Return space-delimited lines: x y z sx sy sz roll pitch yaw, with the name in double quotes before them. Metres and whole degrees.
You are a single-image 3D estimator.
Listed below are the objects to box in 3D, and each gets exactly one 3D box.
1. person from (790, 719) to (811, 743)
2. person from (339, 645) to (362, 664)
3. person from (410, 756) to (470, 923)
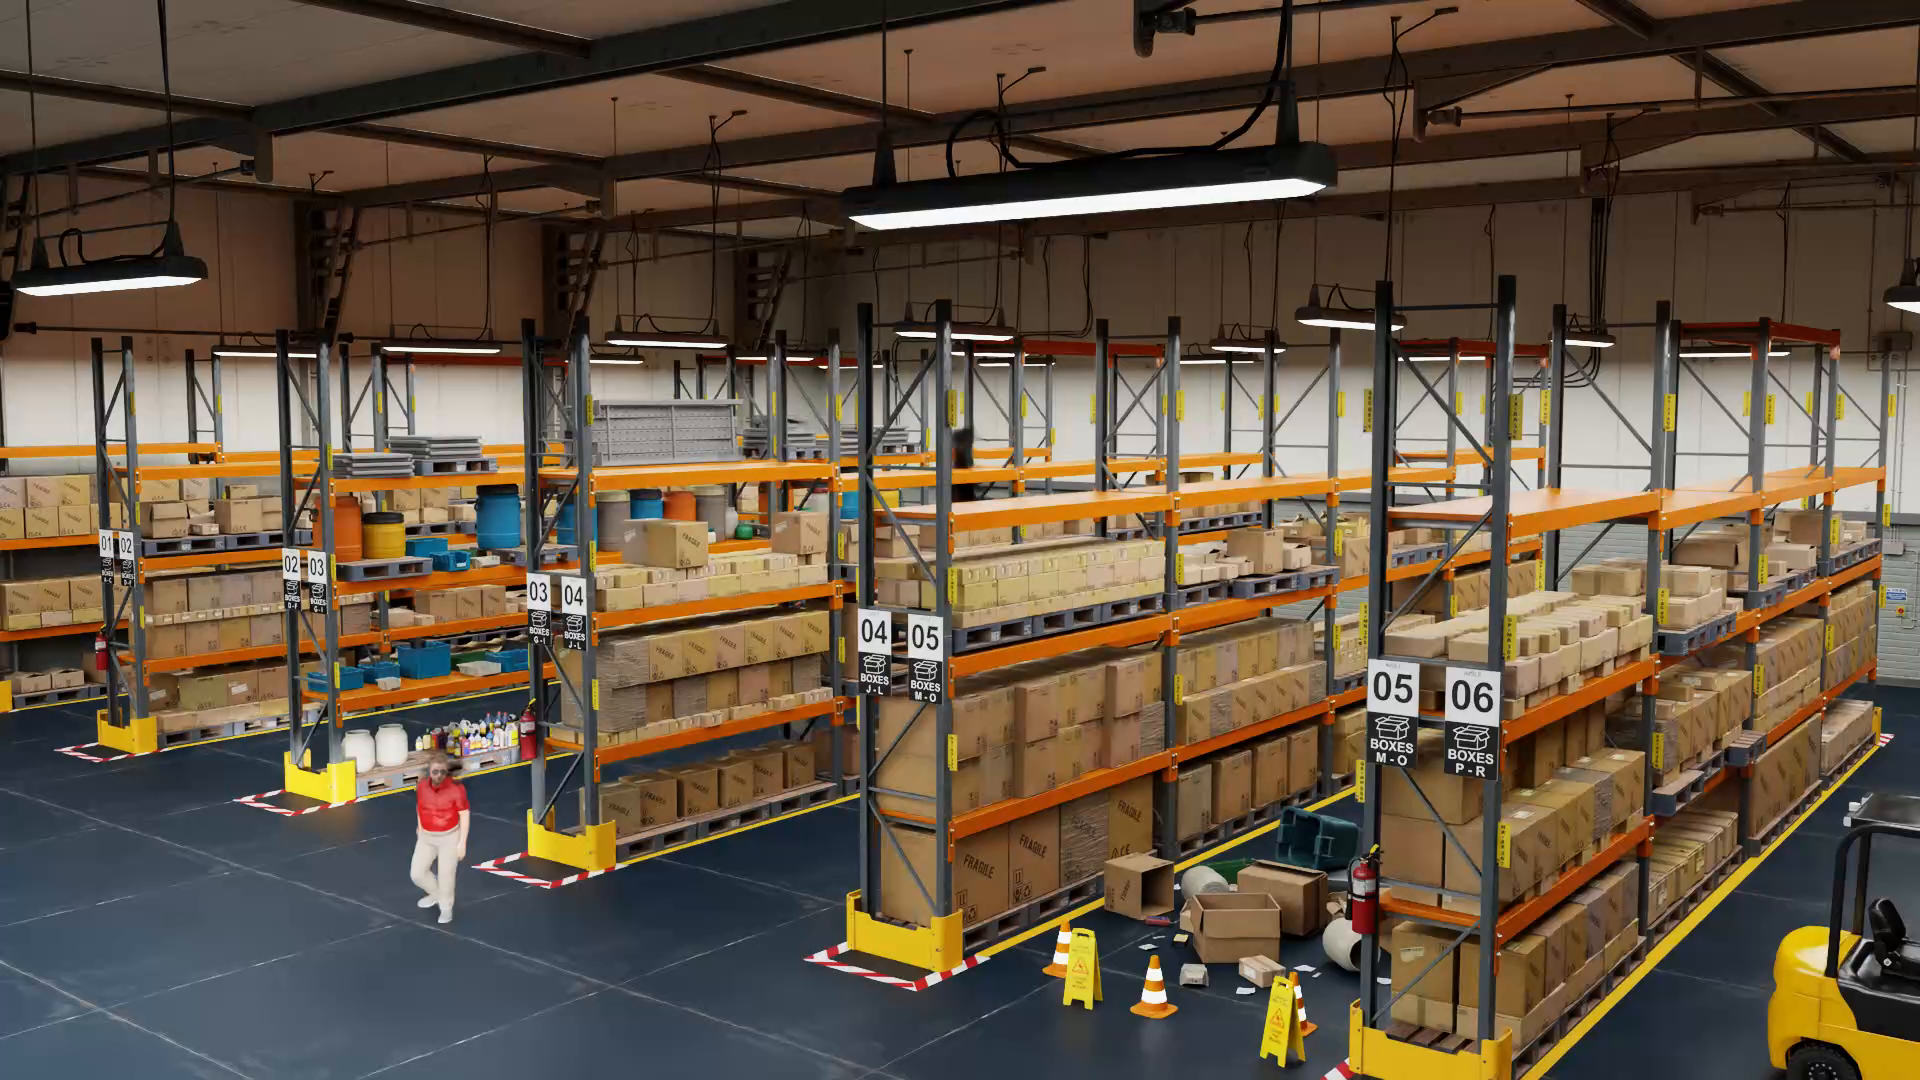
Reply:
"person" -2.296 2.238 23.780 0.509 1.788 0.660 -2 5 -22
"person" -10.697 1.840 29.010 0.677 1.657 0.822 3 6 33
"person" -5.091 2.914 16.299 0.709 1.687 0.572 1 5 11
